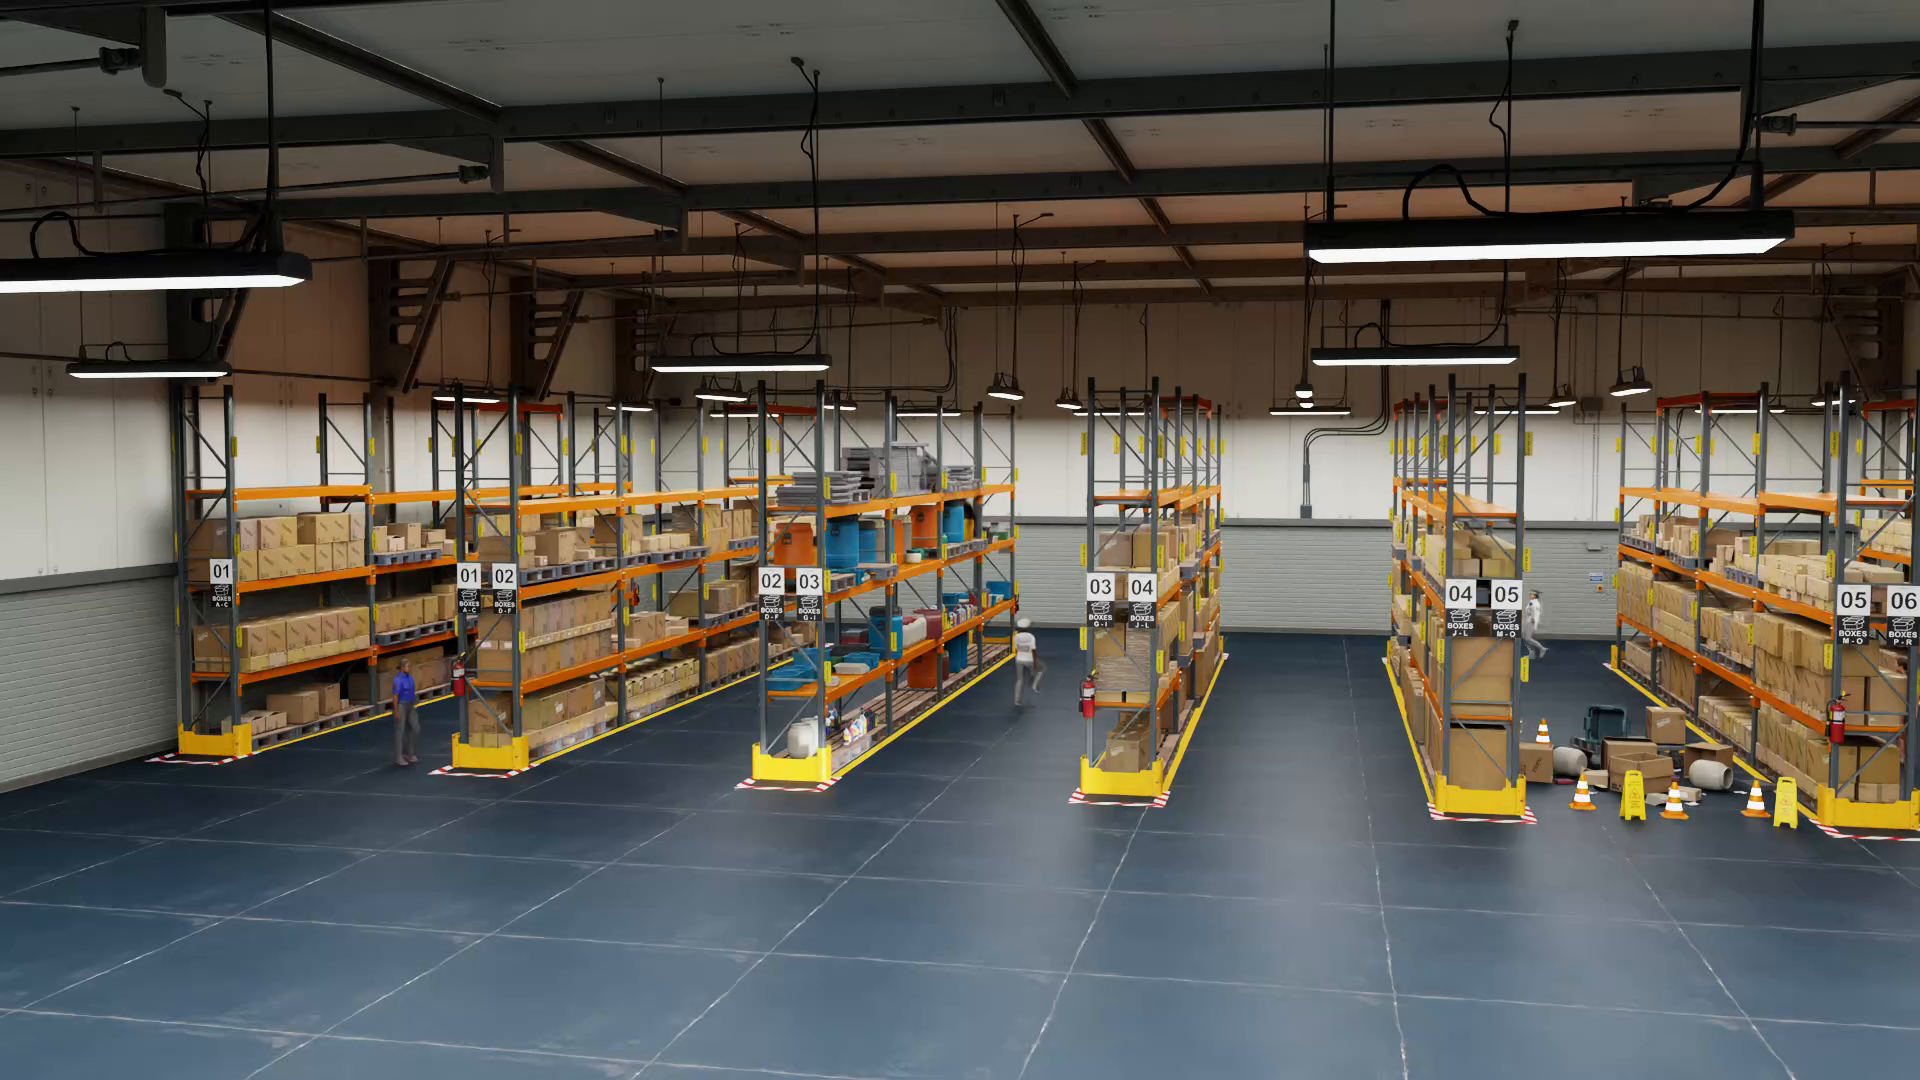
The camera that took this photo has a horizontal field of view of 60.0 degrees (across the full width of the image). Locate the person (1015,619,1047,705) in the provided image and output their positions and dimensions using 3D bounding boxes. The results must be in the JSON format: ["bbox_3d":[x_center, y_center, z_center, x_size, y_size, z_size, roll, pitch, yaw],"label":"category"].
[{"bbox_3d":[1.327,2.347,32.132,0.484,1.678,0.697,3,4,38],"label":"person"}]

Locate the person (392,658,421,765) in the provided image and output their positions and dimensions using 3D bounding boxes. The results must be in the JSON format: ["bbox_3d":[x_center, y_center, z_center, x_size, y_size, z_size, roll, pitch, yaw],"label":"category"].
[{"bbox_3d":[-8.793,2.733,26.317,0.332,1.726,0.493,1,3,20],"label":"person"}]

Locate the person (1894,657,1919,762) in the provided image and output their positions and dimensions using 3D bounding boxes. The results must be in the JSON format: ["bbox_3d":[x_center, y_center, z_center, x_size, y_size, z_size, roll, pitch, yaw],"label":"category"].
[{"bbox_3d":[14.886,2.688,26.329,0.516,1.693,0.676,0,3,8],"label":"person"}]

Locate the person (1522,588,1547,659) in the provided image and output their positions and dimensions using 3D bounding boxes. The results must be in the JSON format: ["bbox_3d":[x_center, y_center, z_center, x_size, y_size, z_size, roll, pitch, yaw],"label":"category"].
[{"bbox_3d":[13.464,1.968,39.017,0.479,1.671,0.486,1,3,9],"label":"person"}]
